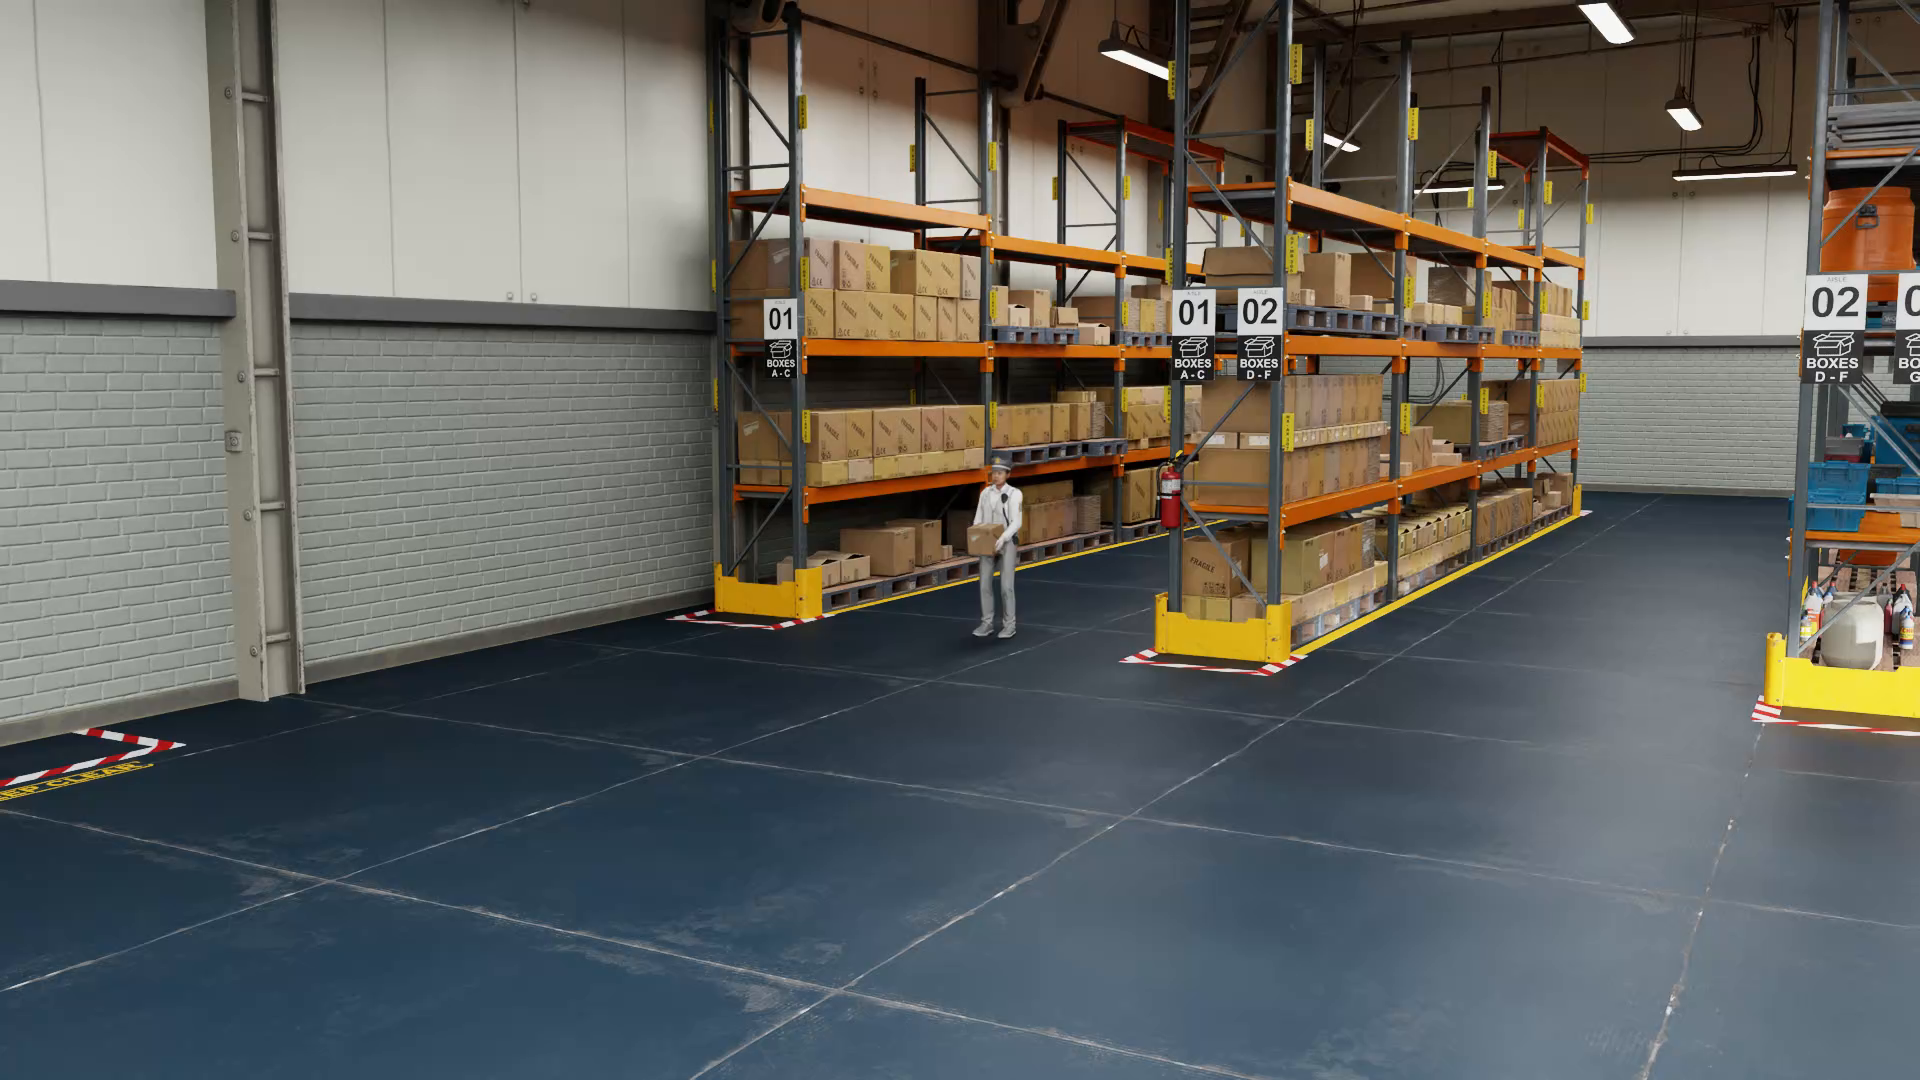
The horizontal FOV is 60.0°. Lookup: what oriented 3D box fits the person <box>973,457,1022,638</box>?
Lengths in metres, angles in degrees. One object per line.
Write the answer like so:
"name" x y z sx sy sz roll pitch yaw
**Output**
"person" 0.331 0.066 15.590 0.489 1.691 0.489 3 7 28
